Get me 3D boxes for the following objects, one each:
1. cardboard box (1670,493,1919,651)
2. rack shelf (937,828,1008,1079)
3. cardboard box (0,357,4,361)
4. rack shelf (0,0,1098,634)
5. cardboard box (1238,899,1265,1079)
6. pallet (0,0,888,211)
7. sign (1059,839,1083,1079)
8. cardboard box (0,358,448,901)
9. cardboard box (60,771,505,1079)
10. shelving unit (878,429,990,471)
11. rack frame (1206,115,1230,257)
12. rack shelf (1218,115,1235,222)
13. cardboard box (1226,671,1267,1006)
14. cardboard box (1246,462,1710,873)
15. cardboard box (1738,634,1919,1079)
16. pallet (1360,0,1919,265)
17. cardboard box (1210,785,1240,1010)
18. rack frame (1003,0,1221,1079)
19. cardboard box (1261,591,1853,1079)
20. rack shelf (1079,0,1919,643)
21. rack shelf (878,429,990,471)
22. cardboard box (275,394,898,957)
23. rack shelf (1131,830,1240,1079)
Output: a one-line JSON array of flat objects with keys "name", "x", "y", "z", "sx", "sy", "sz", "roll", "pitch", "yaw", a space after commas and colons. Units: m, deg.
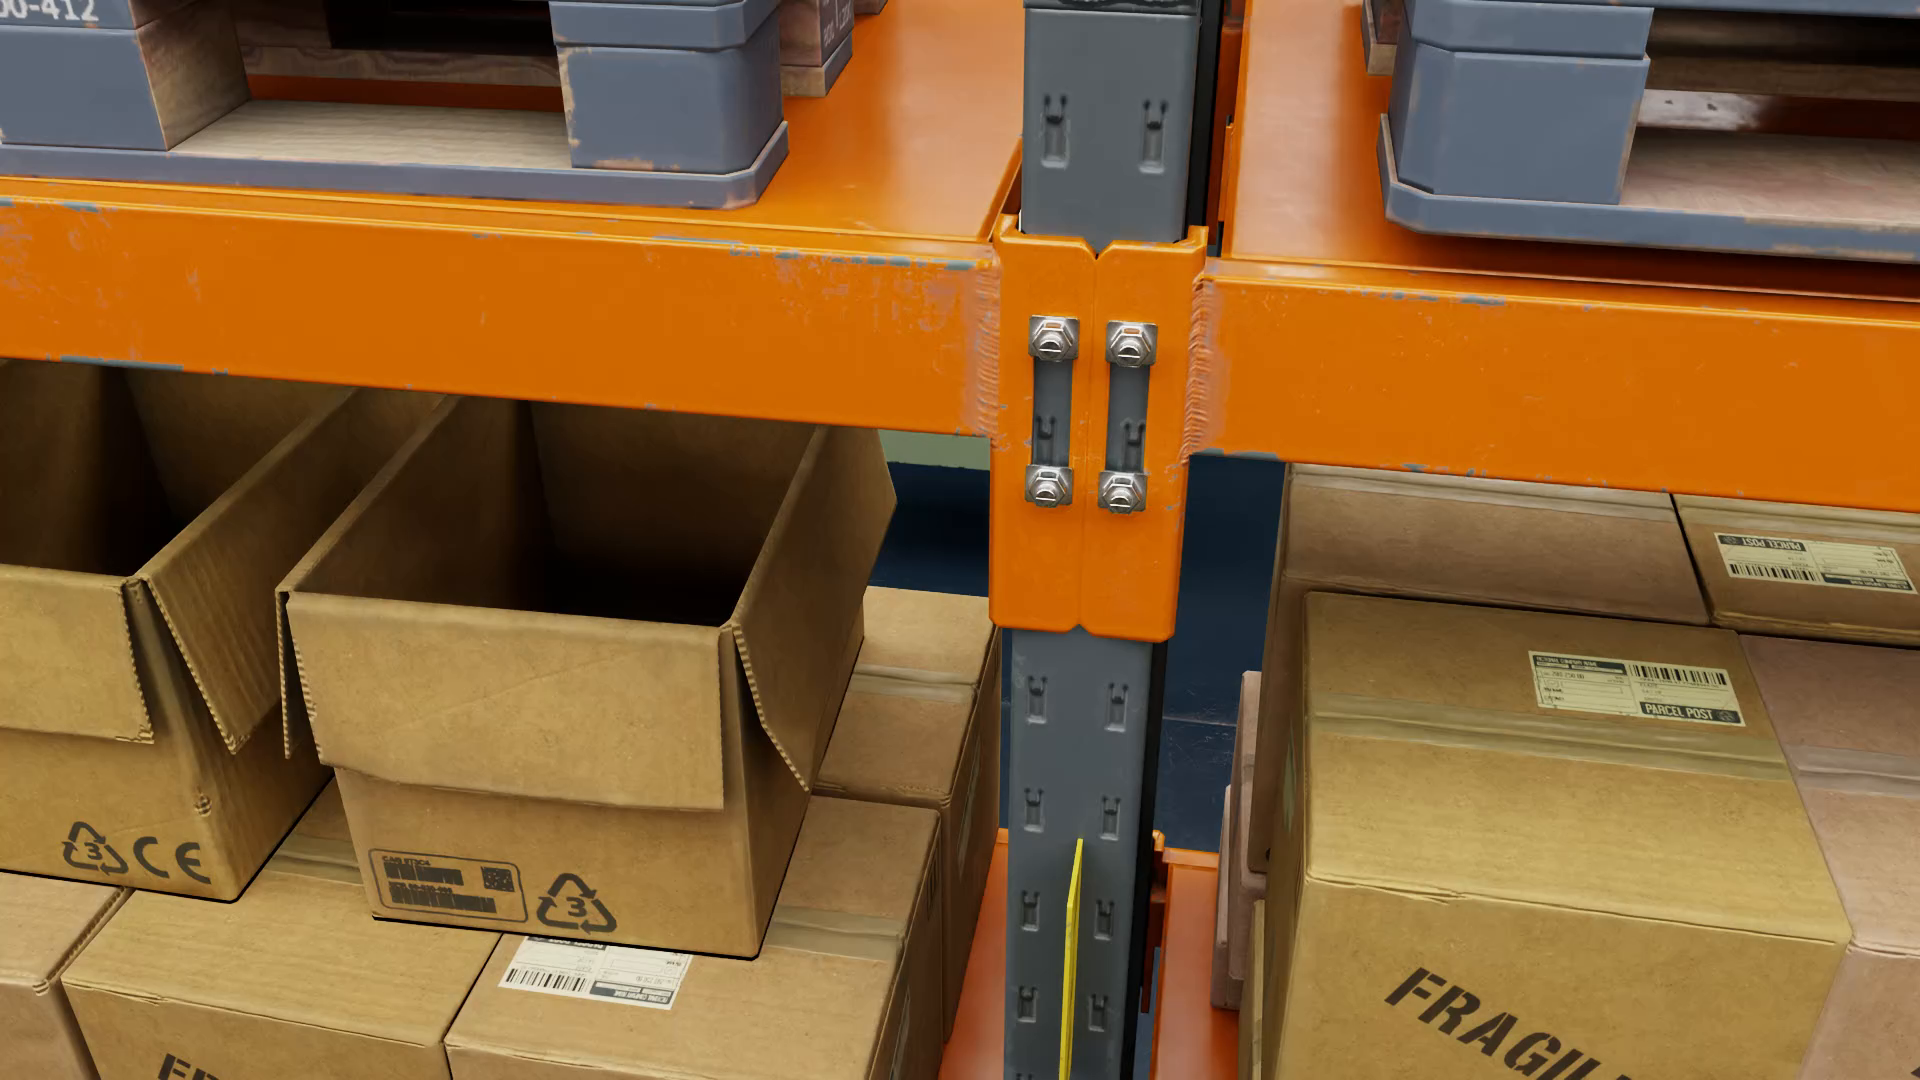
[{"name": "cardboard box", "x": 1.184, "y": 0.194, "z": 2.267, "sx": 0.500, "sy": 0.500, "sz": 0.500, "roll": 5, "pitch": 32, "yaw": 9}, {"name": "rack shelf", "x": -1.779, "y": 0.753, "z": 2.899, "sx": 4.000, "sy": 0.370, "sz": 1.077, "roll": 5, "pitch": 32, "yaw": 8}, {"name": "cardboard box", "x": -1.728, "y": -0.009, "z": 2.397, "sx": 0.637, "sy": 0.503, "sz": 0.797, "roll": 6, "pitch": 33, "yaw": 10}, {"name": "rack shelf", "x": -1.779, "y": -0.519, "z": 2.103, "sx": 4.000, "sy": 0.370, "sz": 1.077, "roll": 5, "pitch": 32, "yaw": 8}, {"name": "cardboard box", "x": 0.612, "y": 0.743, "z": 2.097, "sx": 0.500, "sy": 0.250, "sz": 0.500, "roll": 5, "pitch": 32, "yaw": 7}, {"name": "pallet", "x": -0.719, "y": -0.620, "z": 1.767, "sx": 1.217, "sy": 0.209, "sz": 0.805, "roll": 4, "pitch": 32, "yaw": 6}, {"name": "sign", "x": 0.111, "y": 0.454, "z": 1.681, "sx": 0.005, "sy": 0.325, "sz": 0.100, "roll": 5, "pitch": 32, "yaw": 8}, {"name": "cardboard box", "x": -1.113, "y": 0.039, "z": 2.322, "sx": 0.637, "sy": 0.503, "sz": 0.797, "roll": 6, "pitch": 32, "yaw": 9}, {"name": "cardboard box", "x": -0.801, "y": 0.637, "z": 2.311, "sx": 0.500, "sy": 0.500, "sz": 0.500, "roll": 6, "pitch": 33, "yaw": 10}, {"name": "shelving unit", "x": -0.007, "y": -0.636, "z": 5.853, "sx": 0.755, "sy": 1.500, "sz": 0.431, "roll": 5, "pitch": 32, "yaw": 8}, {"name": "rack frame", "x": 1.026, "y": -1.964, "z": 6.561, "sx": 0.127, "sy": 3.000, "sz": 1.000, "roll": 5, "pitch": 32, "yaw": 8}, {"name": "rack shelf", "x": 2.997, "y": -1.481, "z": 6.467, "sx": 4.000, "sy": 0.370, "sz": 1.077, "roll": 5, "pitch": 32, "yaw": 8}, {"name": "cardboard box", "x": 0.672, "y": 0.466, "z": 2.540, "sx": 0.500, "sy": 0.250, "sz": 0.500, "roll": 5, "pitch": 32, "yaw": 7}, {"name": "cardboard box", "x": 0.691, "y": 0.147, "z": 2.342, "sx": 0.500, "sy": 0.500, "sz": 0.500, "roll": 6, "pitch": 33, "yaw": 10}, {"name": "cardboard box", "x": 1.106, "y": 0.470, "z": 1.826, "sx": 0.500, "sy": 0.500, "sz": 0.500, "roll": 5, "pitch": 32, "yaw": 8}, {"name": "pallet", "x": 0.997, "y": -0.529, "z": 1.525, "sx": 1.213, "sy": 0.211, "sz": 1.003, "roll": 5, "pitch": 32, "yaw": 8}, {"name": "cardboard box", "x": 0.548, "y": 0.589, "z": 2.719, "sx": 0.250, "sy": 0.149, "sz": 0.380, "roll": 5, "pitch": 32, "yaw": 8}, {"name": "rack frame", "x": 0.193, "y": 0.626, "z": 2.422, "sx": 0.127, "sy": 3.000, "sz": 1.000, "roll": 5, "pitch": 32, "yaw": 8}, {"name": "cardboard box", "x": 0.622, "y": 0.422, "z": 1.902, "sx": 0.500, "sy": 0.500, "sz": 0.500, "roll": 5, "pitch": 32, "yaw": 8}, {"name": "rack shelf", "x": 2.164, "y": -0.162, "z": 1.532, "sx": 4.000, "sy": 0.370, "sz": 1.077, "roll": 5, "pitch": 32, "yaw": 8}, {"name": "rack shelf", "x": -0.007, "y": -0.360, "z": 6.026, "sx": 0.720, "sy": 0.370, "sz": 0.431, "roll": 5, "pitch": 32, "yaw": 8}, {"name": "cardboard box", "x": -0.438, "y": 0.106, "z": 2.214, "sx": 0.637, "sy": 0.503, "sz": 0.797, "roll": 4, "pitch": 32, "yaw": 7}, {"name": "rack shelf", "x": 2.164, "y": 1.110, "z": 2.328, "sx": 4.000, "sy": 0.370, "sz": 1.077, "roll": 5, "pitch": 32, "yaw": 8}]
